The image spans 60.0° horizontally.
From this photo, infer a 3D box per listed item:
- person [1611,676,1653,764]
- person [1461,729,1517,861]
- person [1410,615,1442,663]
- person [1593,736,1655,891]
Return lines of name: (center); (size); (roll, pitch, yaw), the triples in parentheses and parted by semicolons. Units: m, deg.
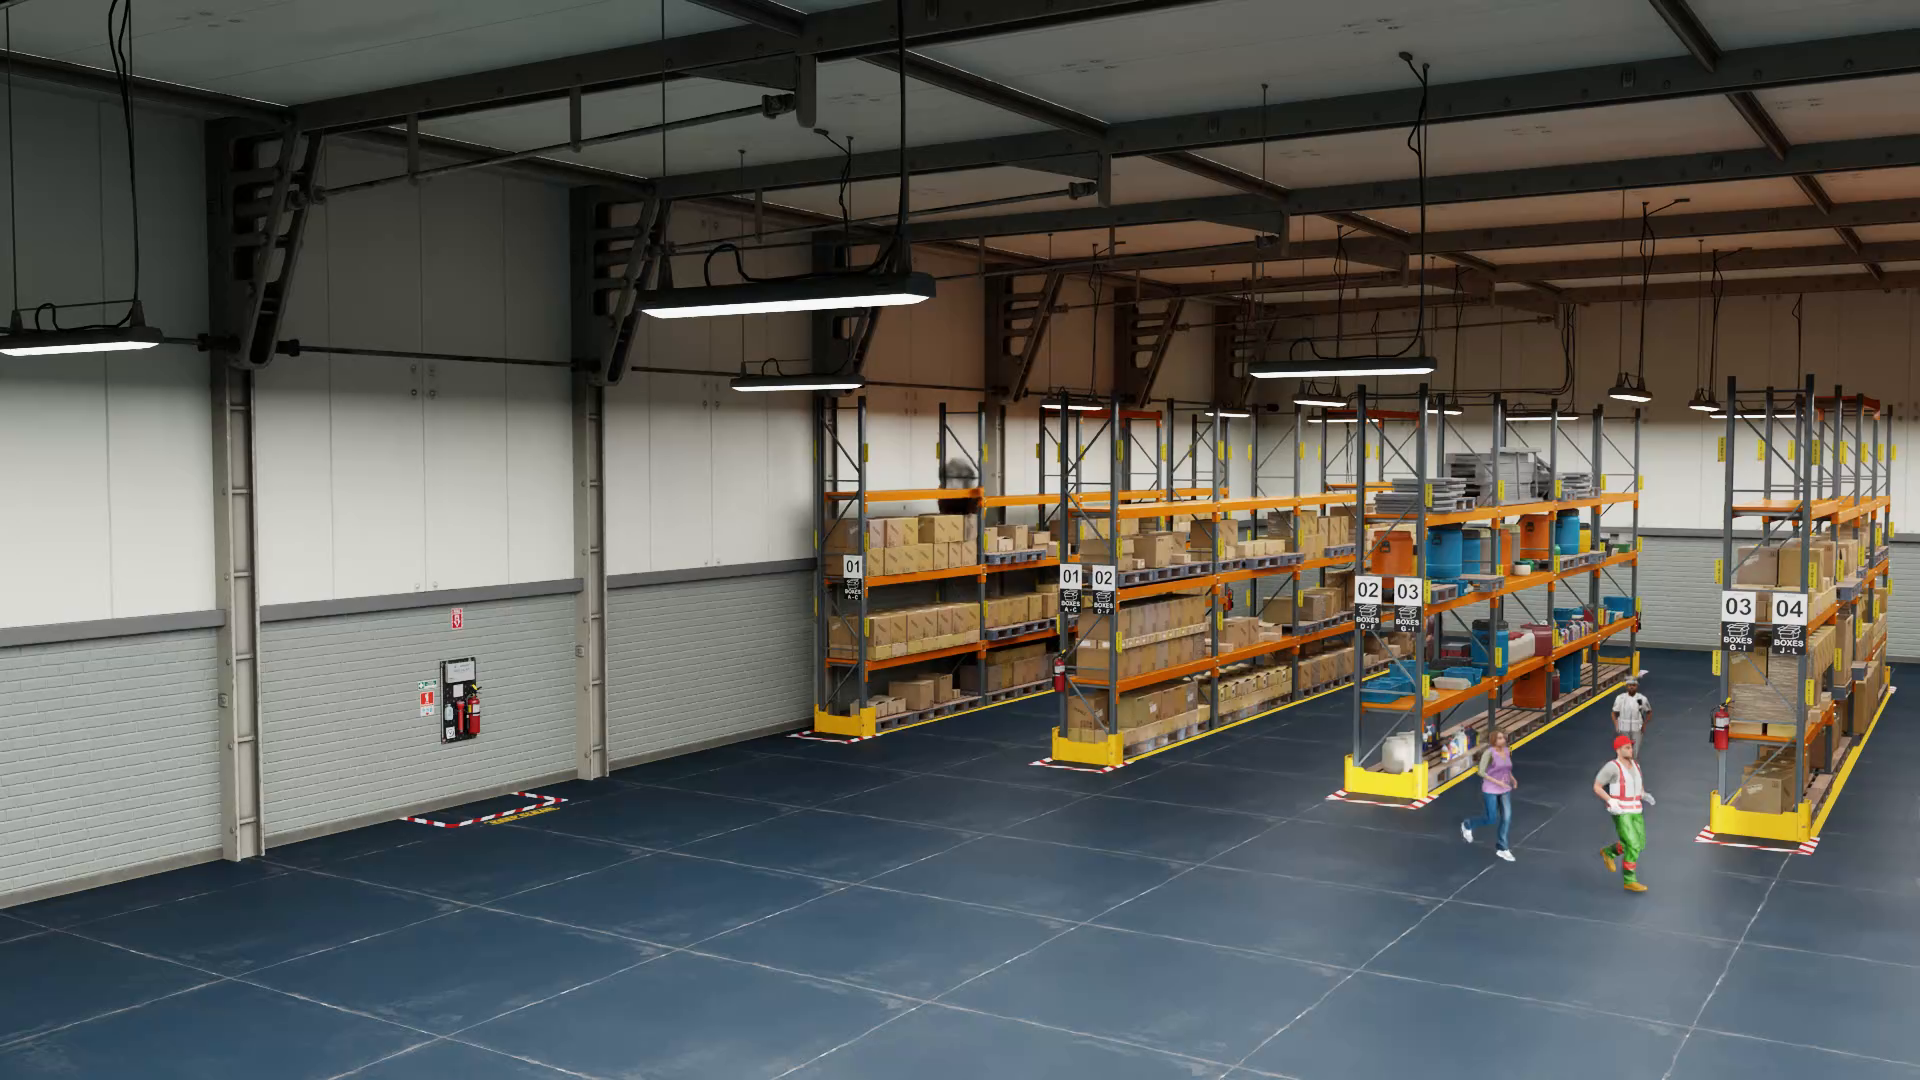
person: (10.121, 2.863, 25.062); (0.582, 1.666, 0.672); (1, 3, 22)
person: (6.634, 3.142, 20.696); (0.547, 1.584, 0.782); (-1, 3, -26)
person: (9.963, 2.260, 35.653); (0.700, 1.729, 0.627); (1, 3, 23)
person: (7.631, 3.124, 19.159); (0.629, 1.743, 0.754); (-1, 3, -26)
